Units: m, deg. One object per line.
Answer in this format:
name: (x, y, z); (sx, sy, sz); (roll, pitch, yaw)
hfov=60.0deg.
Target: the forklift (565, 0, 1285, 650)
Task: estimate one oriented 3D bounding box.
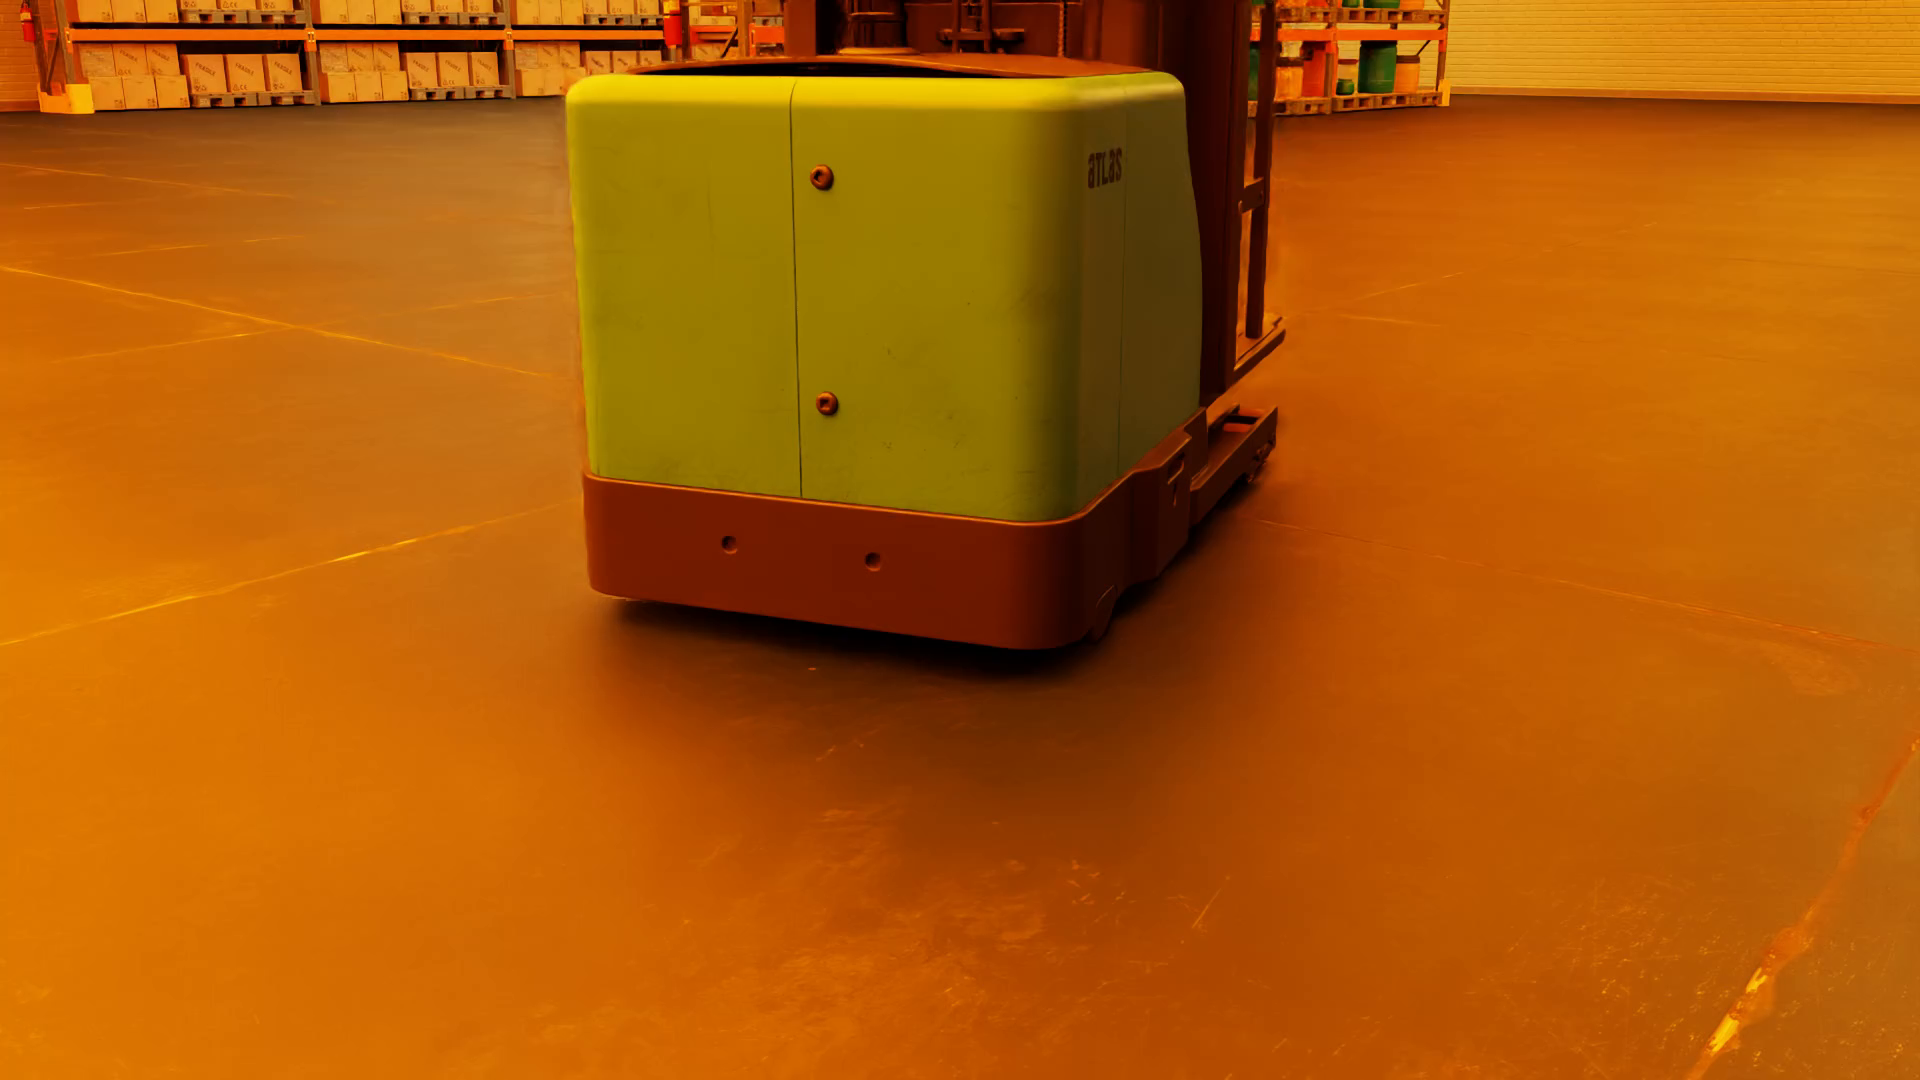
forklift: (0.242, -1.588, 4.128); (1.130, 2.935, 3.031); (6, 18, 20)
